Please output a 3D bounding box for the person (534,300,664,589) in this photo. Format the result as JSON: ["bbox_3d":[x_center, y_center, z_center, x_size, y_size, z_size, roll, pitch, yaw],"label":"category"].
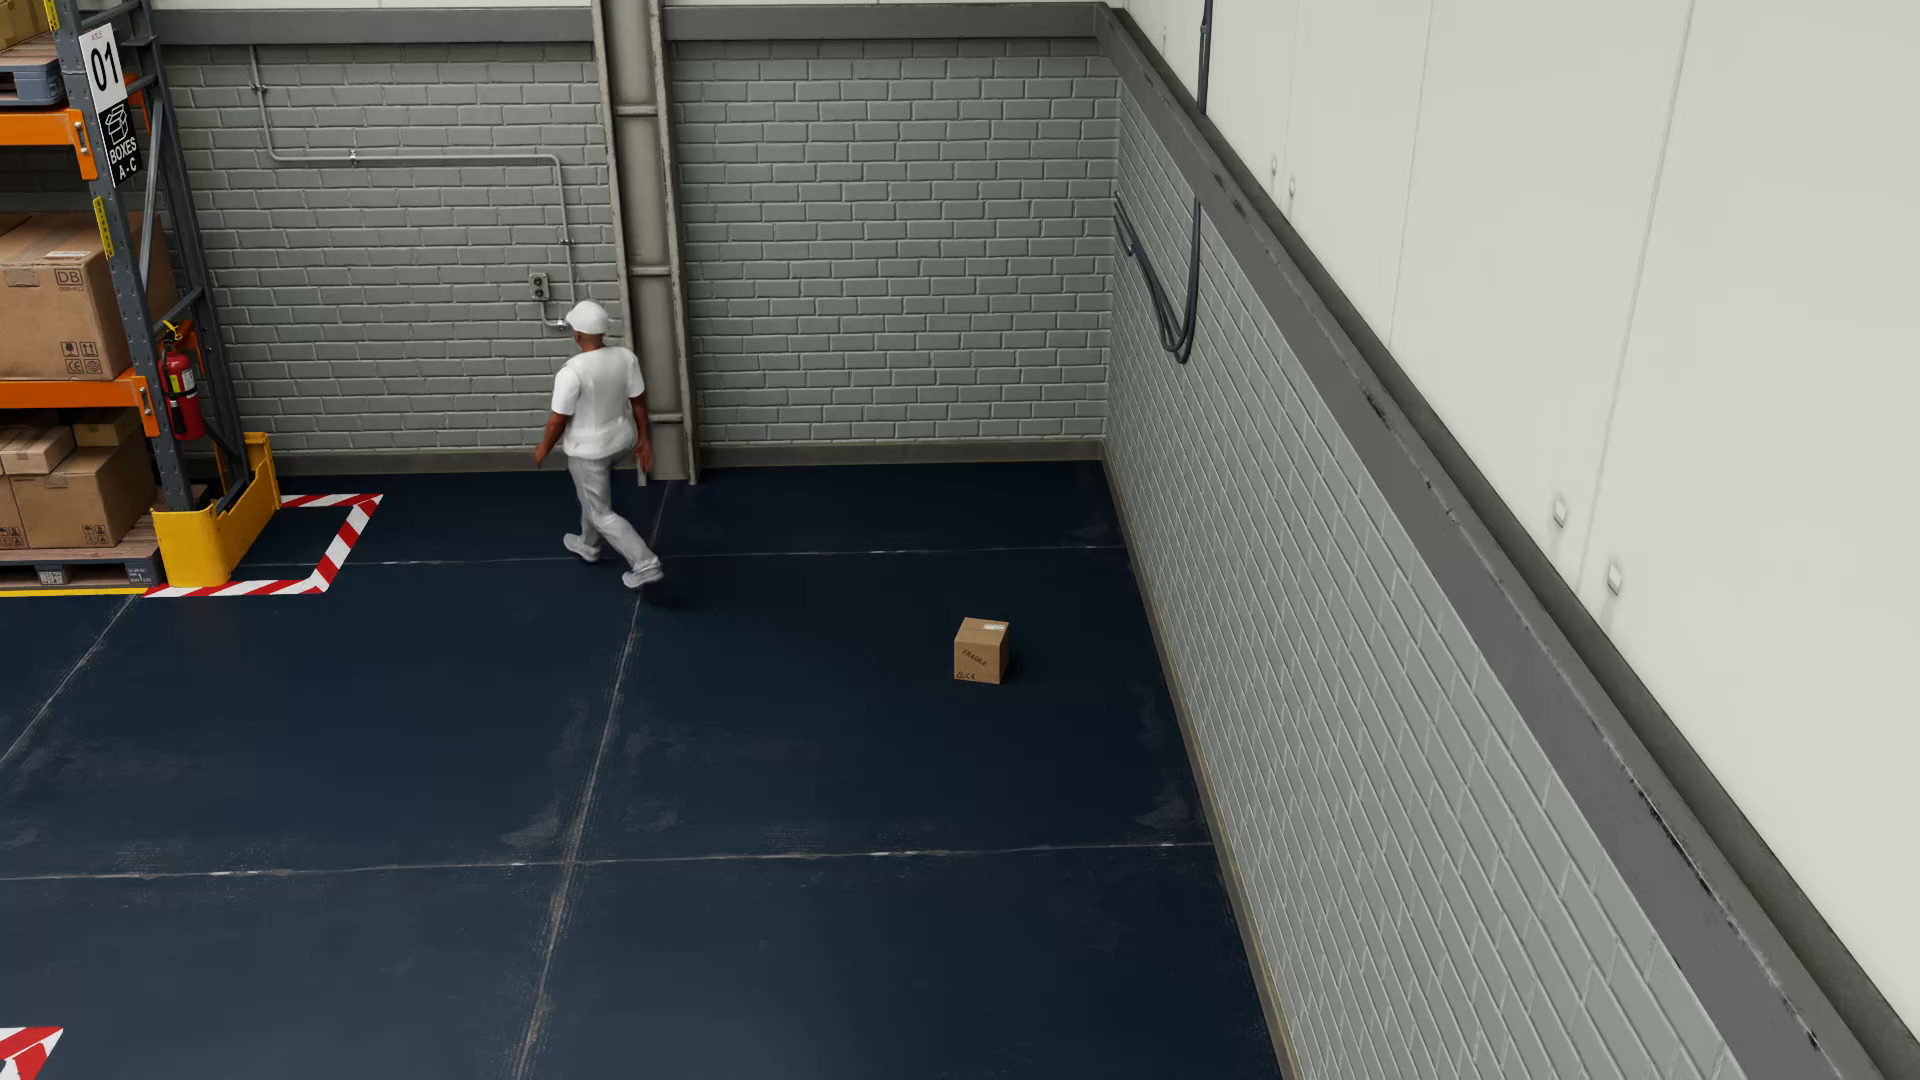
[{"bbox_3d":[-2.099,-0.553,9.654,1.006,1.727,0.577,17,32,30],"label":"person"}]
